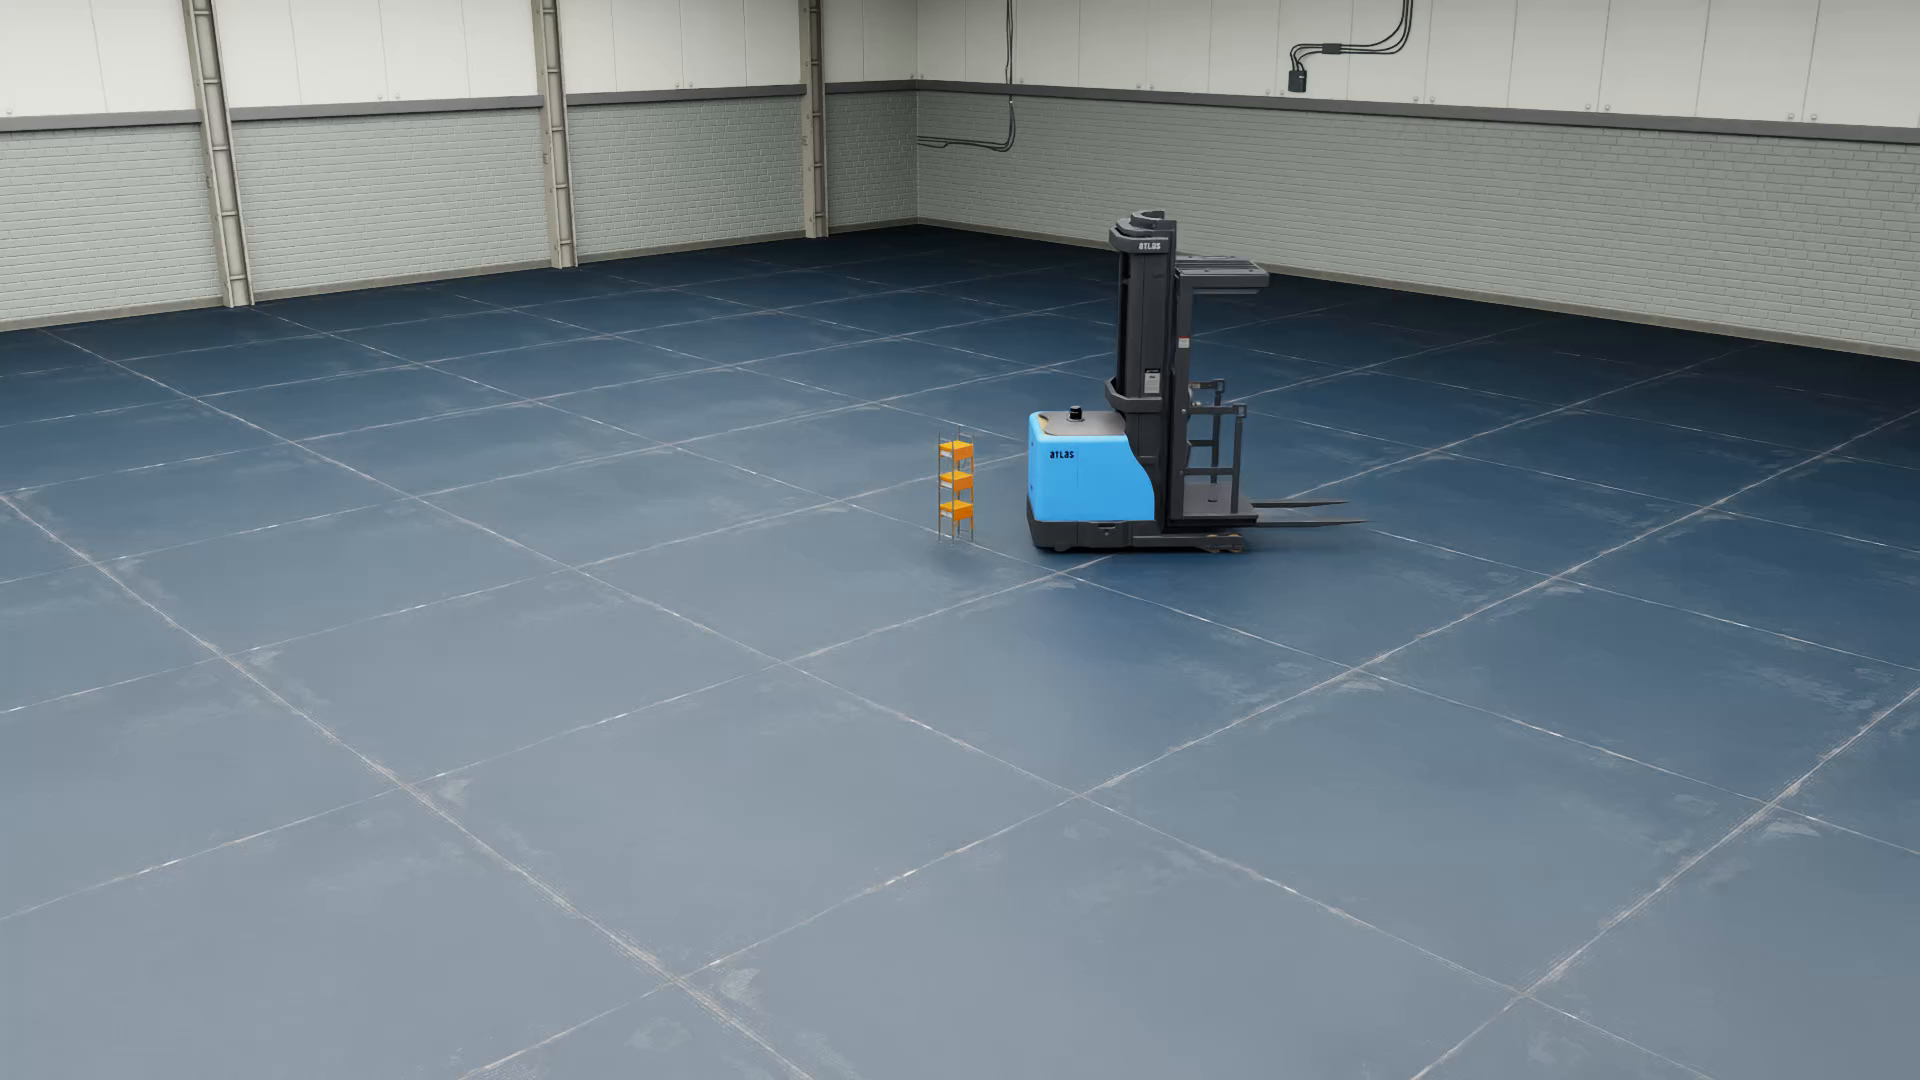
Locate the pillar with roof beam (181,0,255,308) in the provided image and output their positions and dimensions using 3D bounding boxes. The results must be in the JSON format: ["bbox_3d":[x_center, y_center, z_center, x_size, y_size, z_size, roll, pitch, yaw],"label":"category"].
[{"bbox_3d":[-8.766,-7.139,22.677,0.400,9.000,9.100,-16,24,-41],"label":"pillar with roof beam"}]

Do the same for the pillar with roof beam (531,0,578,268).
[{"bbox_3d":[-4.407,-8.410,26.599,0.400,9.000,9.100,-16,24,-41],"label":"pillar with roof beam"}]

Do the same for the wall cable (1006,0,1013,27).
[{"bbox_3d":[1.903,-11.293,32.337,0.112,2.526,3.097,-16,24,-41],"label":"wall cable"}]

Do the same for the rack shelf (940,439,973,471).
[{"bbox_3d":[-0.039,-0.748,14.969,0.240,0.259,0.215,-16,24,-41],"label":"rack shelf"}]

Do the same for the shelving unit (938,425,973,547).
[{"bbox_3d":[-0.039,-0.488,15.053,0.252,1.050,0.215,-16,24,-41],"label":"shelving unit"}]

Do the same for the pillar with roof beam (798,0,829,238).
[{"bbox_3d":[-0.047,-9.681,30.520,0.400,9.000,9.100,-16,24,-41],"label":"pillar with roof beam"}]

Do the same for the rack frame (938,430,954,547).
[{"bbox_3d":[-0.128,-0.462,14.973,0.008,1.050,0.200,-16,24,-41],"label":"rack frame"}]

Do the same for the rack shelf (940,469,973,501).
[{"bbox_3d":[-0.039,-0.478,15.056,0.240,0.259,0.215,-16,24,-41],"label":"rack shelf"}]

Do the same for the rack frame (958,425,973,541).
[{"bbox_3d":[0.050,-0.514,15.133,0.008,1.050,0.200,-16,24,-41],"label":"rack frame"}]

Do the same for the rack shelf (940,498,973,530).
[{"bbox_3d":[-0.039,-0.214,15.142,0.240,0.259,0.215,-16,24,-41],"label":"rack shelf"}]

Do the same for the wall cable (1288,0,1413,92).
[{"bbox_3d":[6.555,-10.461,27.410,0.169,6.003,2.305,-16,24,-41],"label":"wall cable"}]

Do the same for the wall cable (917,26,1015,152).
[{"bbox_3d":[0.045,-9.497,34.986,0.112,2.526,3.097,-16,24,-41],"label":"wall cable"}]

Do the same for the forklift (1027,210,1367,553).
[{"bbox_3d":[2.159,-1.439,14.937,3.031,2.935,1.130,-1,18,-2],"label":"forklift"}]
